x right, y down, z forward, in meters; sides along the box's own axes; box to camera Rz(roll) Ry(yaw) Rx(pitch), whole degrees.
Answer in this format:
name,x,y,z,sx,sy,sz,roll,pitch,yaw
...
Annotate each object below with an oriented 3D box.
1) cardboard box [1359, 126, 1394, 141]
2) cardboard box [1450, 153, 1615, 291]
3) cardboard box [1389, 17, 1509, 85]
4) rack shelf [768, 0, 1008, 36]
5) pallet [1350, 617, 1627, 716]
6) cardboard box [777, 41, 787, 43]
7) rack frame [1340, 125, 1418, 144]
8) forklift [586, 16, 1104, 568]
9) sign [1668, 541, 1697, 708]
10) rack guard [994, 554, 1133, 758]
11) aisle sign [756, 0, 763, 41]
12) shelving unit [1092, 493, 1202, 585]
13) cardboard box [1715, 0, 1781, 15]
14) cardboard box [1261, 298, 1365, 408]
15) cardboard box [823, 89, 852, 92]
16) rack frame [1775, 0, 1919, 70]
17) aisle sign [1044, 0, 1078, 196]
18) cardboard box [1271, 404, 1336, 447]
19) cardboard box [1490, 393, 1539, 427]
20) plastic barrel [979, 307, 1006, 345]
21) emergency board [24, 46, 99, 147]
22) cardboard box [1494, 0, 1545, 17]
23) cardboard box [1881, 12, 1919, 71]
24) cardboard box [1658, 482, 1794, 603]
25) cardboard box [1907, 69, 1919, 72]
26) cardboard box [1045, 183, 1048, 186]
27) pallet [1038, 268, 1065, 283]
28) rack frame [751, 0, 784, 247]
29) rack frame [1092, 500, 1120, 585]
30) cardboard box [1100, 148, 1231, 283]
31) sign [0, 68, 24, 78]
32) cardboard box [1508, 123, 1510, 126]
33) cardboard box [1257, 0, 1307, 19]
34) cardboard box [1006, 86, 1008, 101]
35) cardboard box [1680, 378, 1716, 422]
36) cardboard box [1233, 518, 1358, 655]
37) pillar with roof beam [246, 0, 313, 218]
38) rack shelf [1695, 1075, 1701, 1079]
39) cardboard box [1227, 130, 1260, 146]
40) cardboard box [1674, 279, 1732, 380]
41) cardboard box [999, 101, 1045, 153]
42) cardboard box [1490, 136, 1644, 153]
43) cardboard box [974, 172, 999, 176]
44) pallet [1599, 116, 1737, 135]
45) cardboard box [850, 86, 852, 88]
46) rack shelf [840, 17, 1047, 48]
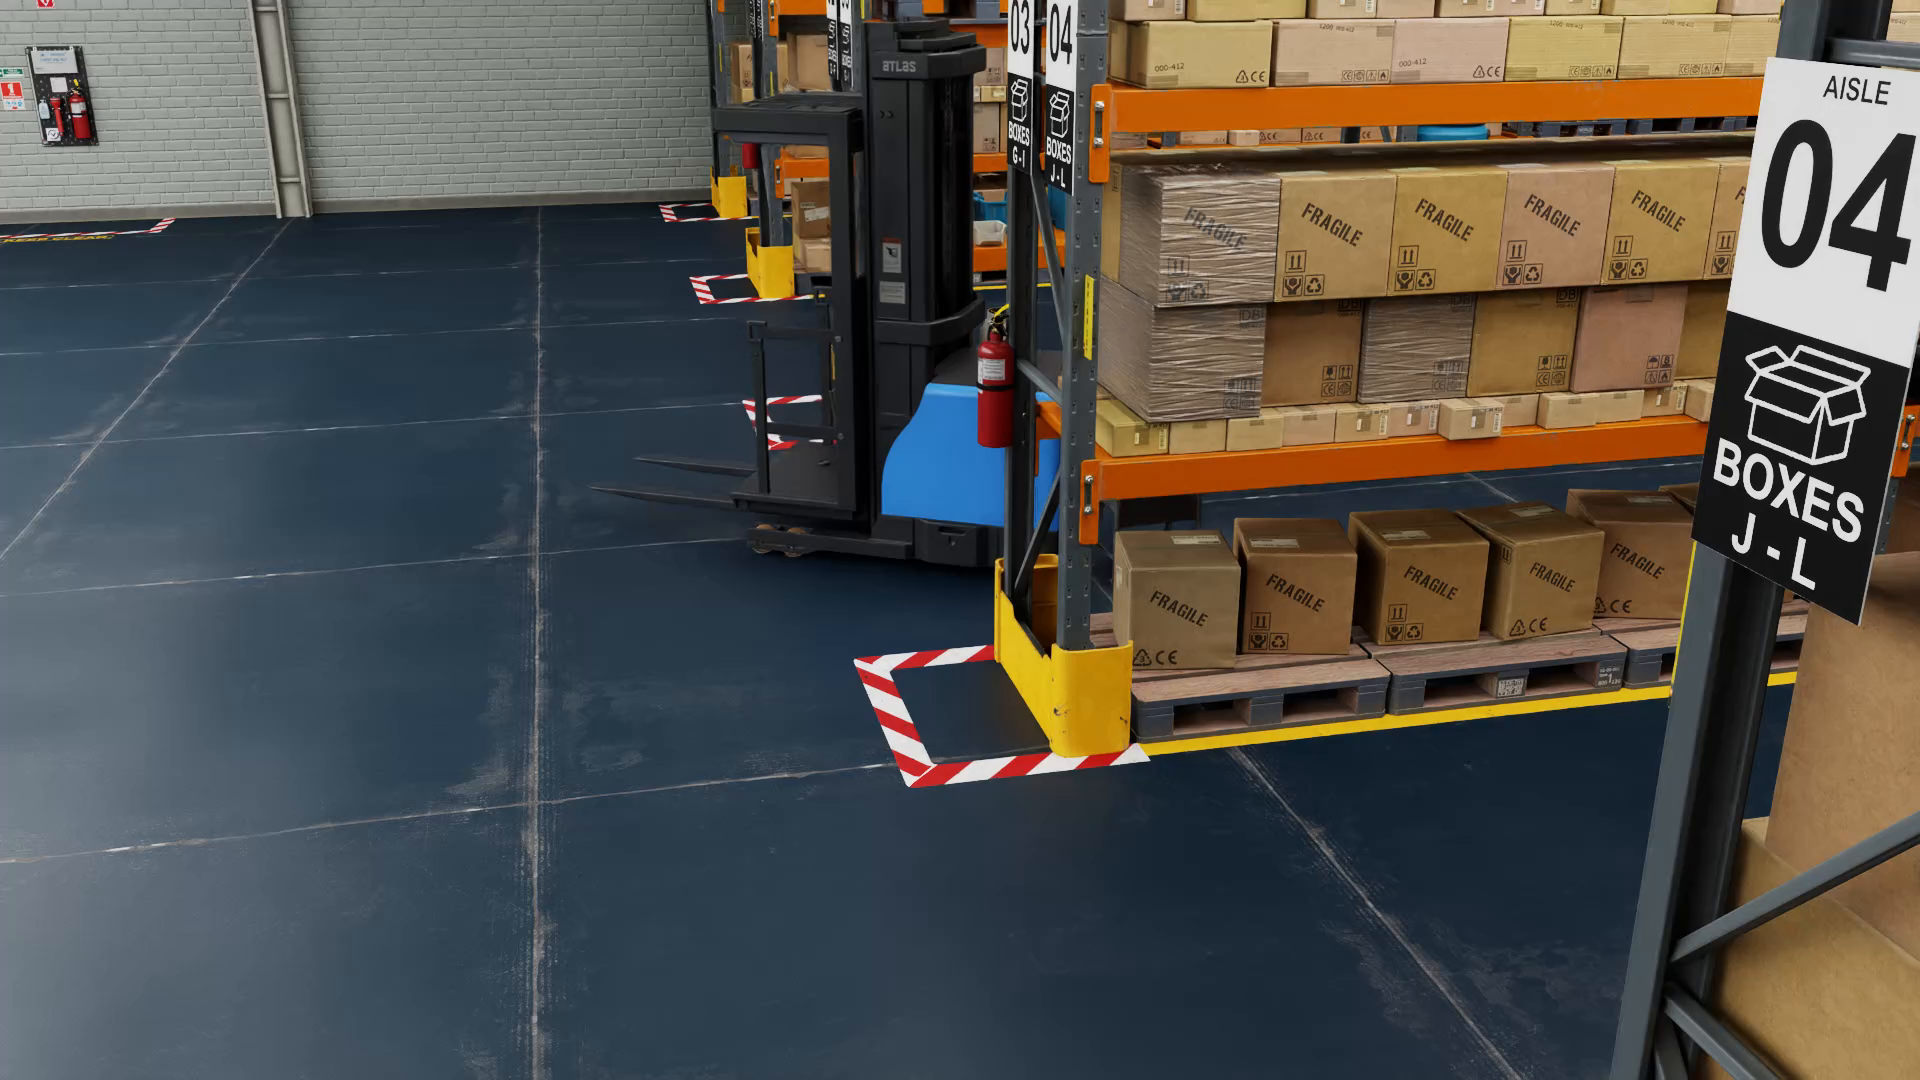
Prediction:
name,x,y,z,sx,sy,sz,roll,pitch,yaw
cardboard box,4.265,-4.518,17.643,0.500,0.500,0.500,-6,21,-15
cardboard box,2.442,-1.388,7.210,0.500,0.500,0.500,-5,21,-12
cardboard box,1.896,-2.031,6.854,0.500,0.250,0.500,-5,21,-13
rack shelf,0.055,-5.206,16.349,4.000,0.370,1.077,-5,21,-12
pallet,2.442,0.495,8.156,1.213,0.211,1.003,-5,21,-12
cardboard box,-2.133,-6.070,21.124,0.500,0.500,0.500,-4,21,-12
rack frame,3.138,-2.635,12.646,0.127,3.000,1.000,-5,21,-12
forklift,-0.717,-1.442,9.491,3.031,2.935,1.130,6,21,16
sign,1.316,0.170,2.961,0.005,0.325,0.100,-5,21,-12
rack guard,0.459,0.507,7.703,0.348,0.500,1.175,-5,21,-12
aisle sign,-1.885,-5.089,15.568,0.004,0.787,0.394,-5,21,-12
shelving unit,1.027,-0.826,9.016,0.503,2.100,0.431,-6,21,-17
cardboard box,3.259,-2.310,7.037,0.250,0.149,0.380,-5,21,-14
cardboard box,1.385,-0.961,7.499,0.500,0.500,0.875,-5,21,-12
cardboard box,-1.204,-4.309,16.128,0.250,0.149,0.380,-5,21,-14
rack frame,1.428,-1.809,1.670,0.127,3.000,1.000,-5,21,-12
aisle sign,0.393,-1.776,6.521,0.004,0.787,0.394,-5,21,-12
cardboard box,1.450,-0.540,7.293,0.250,0.149,0.380,-5,21,-12
cardboard box,2.412,-0.636,7.554,0.250,0.149,0.380,-5,21,-12
plastic barrel,0.356,-1.465,12.458,0.421,0.512,0.421,0,20,0
emergency board,-10.805,-5.322,19.981,0.643,1.169,0.194,-5,21,-12
cardboard box,2.211,-2.257,6.892,0.250,0.149,0.380,-5,21,-13
cardboard box,3.894,-2.191,7.293,0.500,0.250,0.500,-4,20,-10
cardboard box,3.879,0.018,8.428,0.500,0.500,0.500,-5,21,-14
cardboard box,1.673,-0.666,2.521,0.250,0.149,0.380,-5,21,-13
cardboard box,1.111,-3.406,17.048,0.500,0.500,0.500,-5,21,-12
pallet,1.218,-2.935,17.520,1.213,0.211,1.003,-5,21,-12
rack frame,-1.891,-3.977,16.309,0.127,3.000,1.000,-5,21,-12
rack frame,0.795,-0.800,8.946,0.015,2.100,0.400,-6,21,-17
cardboard box,0.863,-1.443,7.360,0.500,0.500,0.500,-5,21,-12
sign,-11.361,-5.575,19.851,0.331,0.109,0.001,-5,21,-12
cardboard box,7.176,-5.606,23.271,0.750,0.750,0.750,-4,20,-11
cardboard box,1.198,-2.179,6.680,0.250,0.149,0.380,-5,21,-13
cardboard box,0.550,-4.451,16.517,0.250,0.149,0.380,-4,21,-11
cardboard box,3.415,-0.670,7.648,0.250,0.149,0.380,-5,21,-12
cardboard box,1.570,0.214,7.894,0.500,0.500,0.500,1,20,2
pillar with roof beam,-7.401,-6.880,15.515,0.400,9.000,9.100,-5,21,-12
rack shelf,3.374,1.187,3.258,4.000,0.370,1.077,-5,21,-12
cardboard box,2.911,-4.177,17.221,0.250,0.149,0.380,-5,21,-12
cardboard box,3.330,-1.121,7.935,0.500,0.500,0.875,-5,21,-12
cardboard box,0.570,-4.221,16.830,0.500,0.500,0.700,-4,21,-12
cardboard box,2.808,-1.603,7.798,0.500,0.500,0.500,-5,21,-12
cardboard box,0.344,-4.775,21.968,0.250,0.166,0.380,-7,21,-20
pallet,7.785,-4.675,18.495,1.213,0.211,1.003,-5,21,-12
cardboard box,-0.872,-4.713,16.288,0.500,0.500,0.700,-5,21,-14
rack shelf,1.191,-3.547,11.822,4.000,0.370,1.077,-5,21,-12
